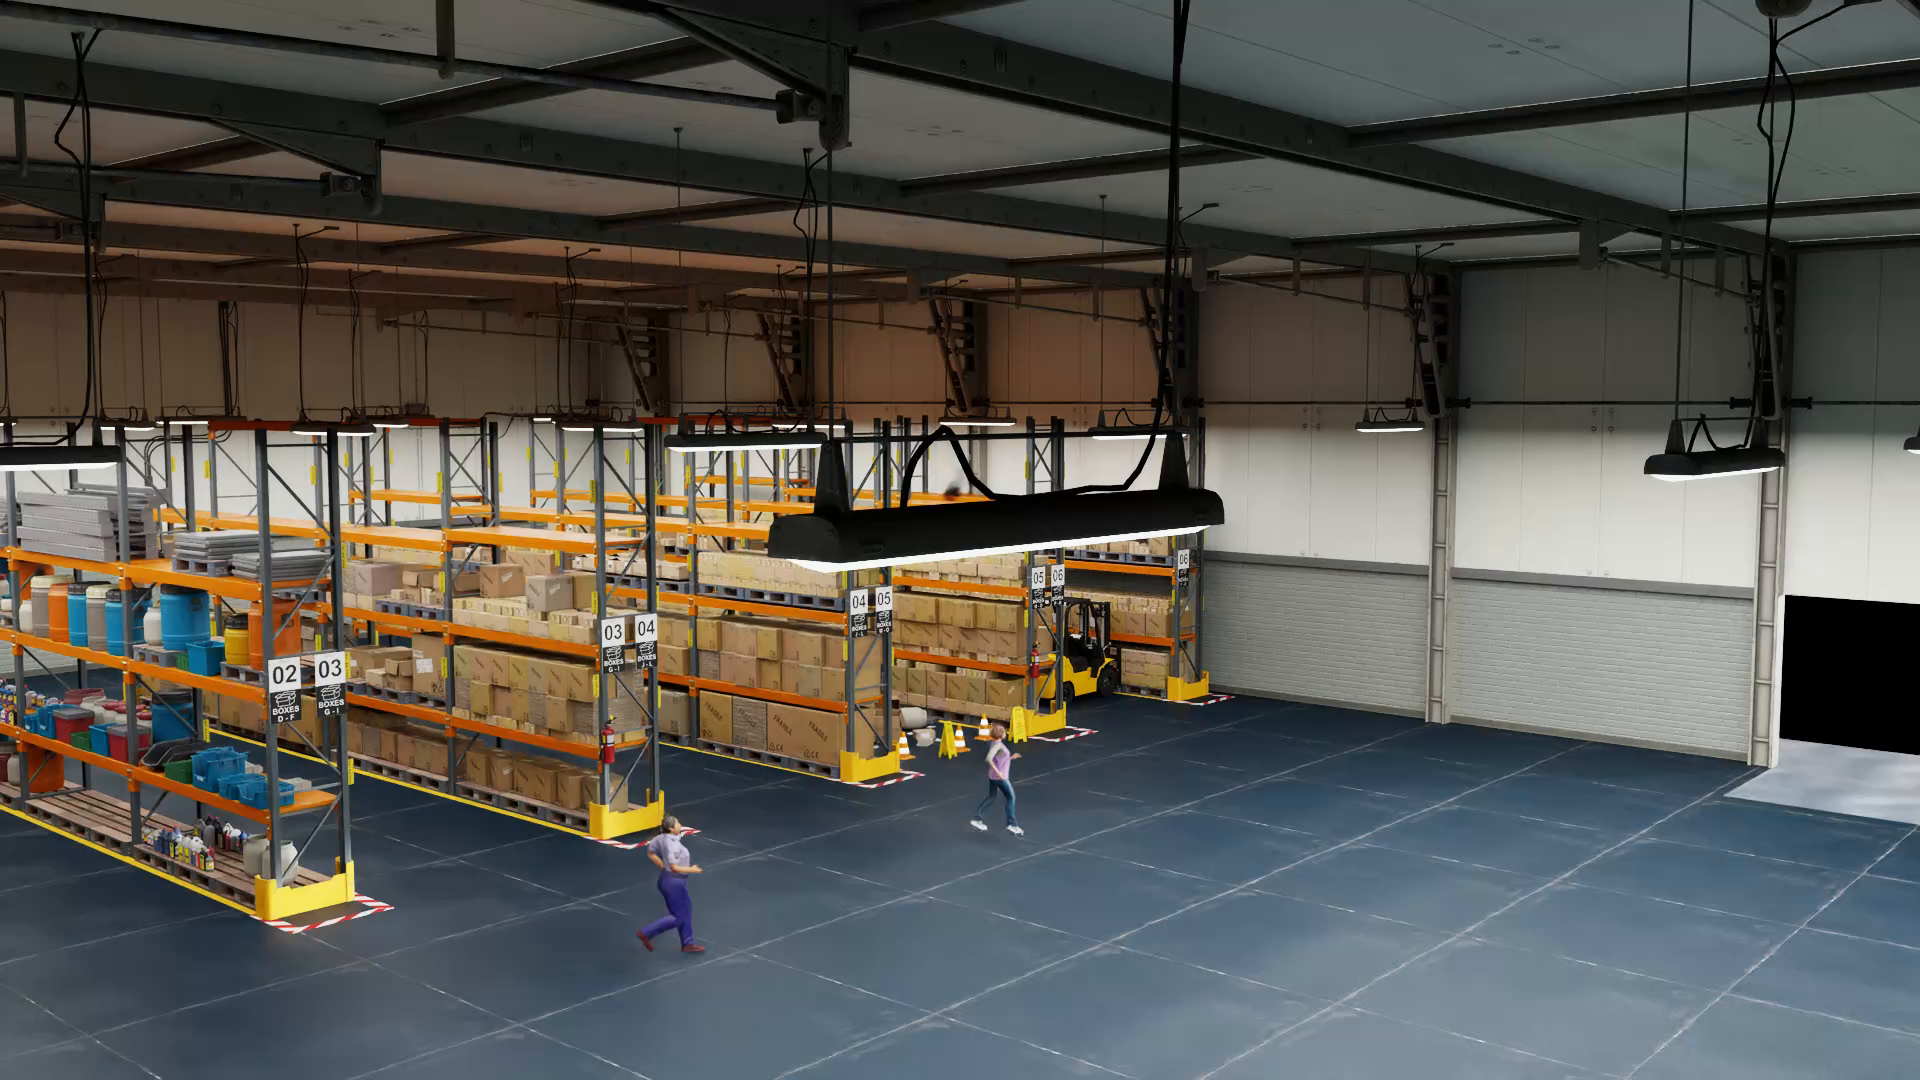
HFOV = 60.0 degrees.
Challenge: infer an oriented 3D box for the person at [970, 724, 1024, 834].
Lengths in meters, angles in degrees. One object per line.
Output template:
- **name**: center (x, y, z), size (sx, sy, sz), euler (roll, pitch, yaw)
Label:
- **person**: center (0.543, 3.501, 24.274), size (0.783, 1.631, 0.518), euler (-1, 5, -14)

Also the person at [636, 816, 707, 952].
- **person**: center (-3.304, 3.947, 18.952), size (0.849, 1.640, 0.607), euler (-2, 5, -26)
